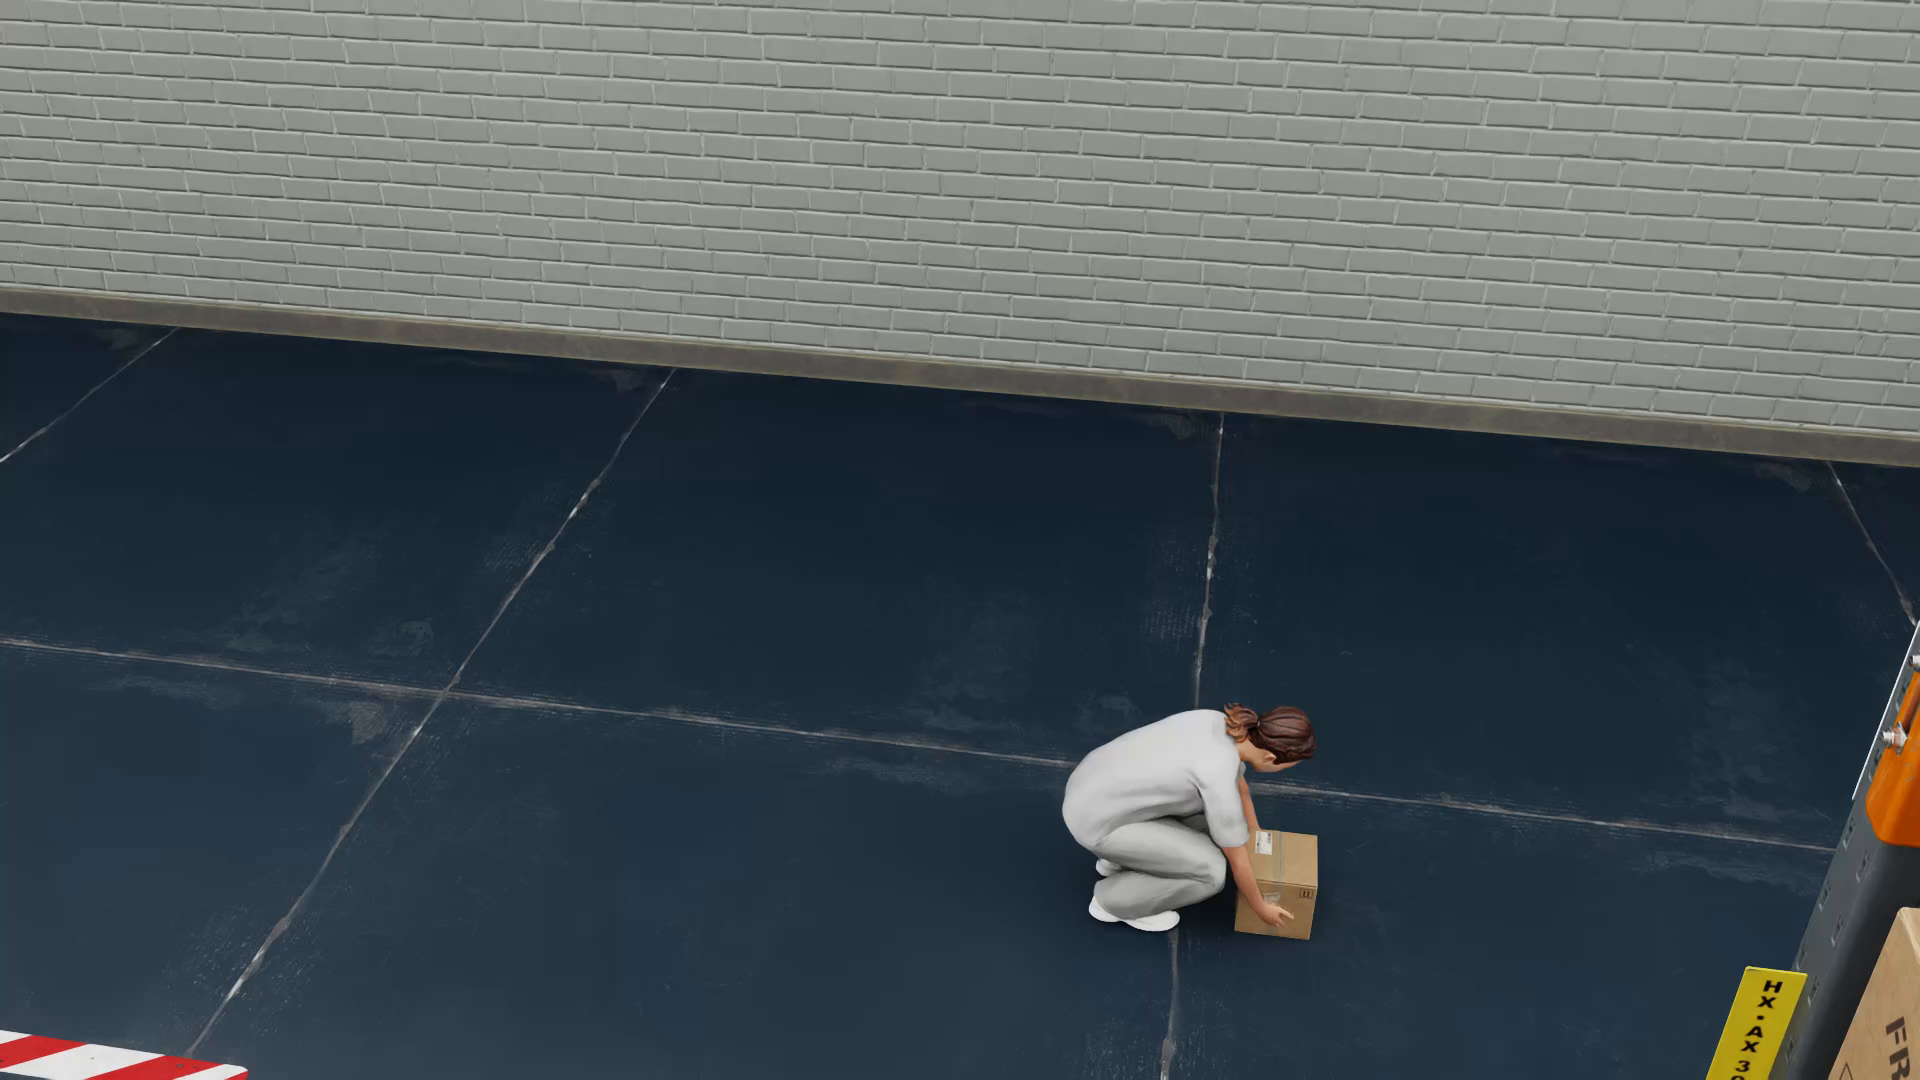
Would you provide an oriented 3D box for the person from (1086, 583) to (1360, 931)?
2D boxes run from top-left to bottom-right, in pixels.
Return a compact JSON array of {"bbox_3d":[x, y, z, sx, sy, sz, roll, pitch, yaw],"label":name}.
[{"bbox_3d":[0.812,0.695,5.387,0.810,1.315,0.410,5,33,7],"label":"person"}]
